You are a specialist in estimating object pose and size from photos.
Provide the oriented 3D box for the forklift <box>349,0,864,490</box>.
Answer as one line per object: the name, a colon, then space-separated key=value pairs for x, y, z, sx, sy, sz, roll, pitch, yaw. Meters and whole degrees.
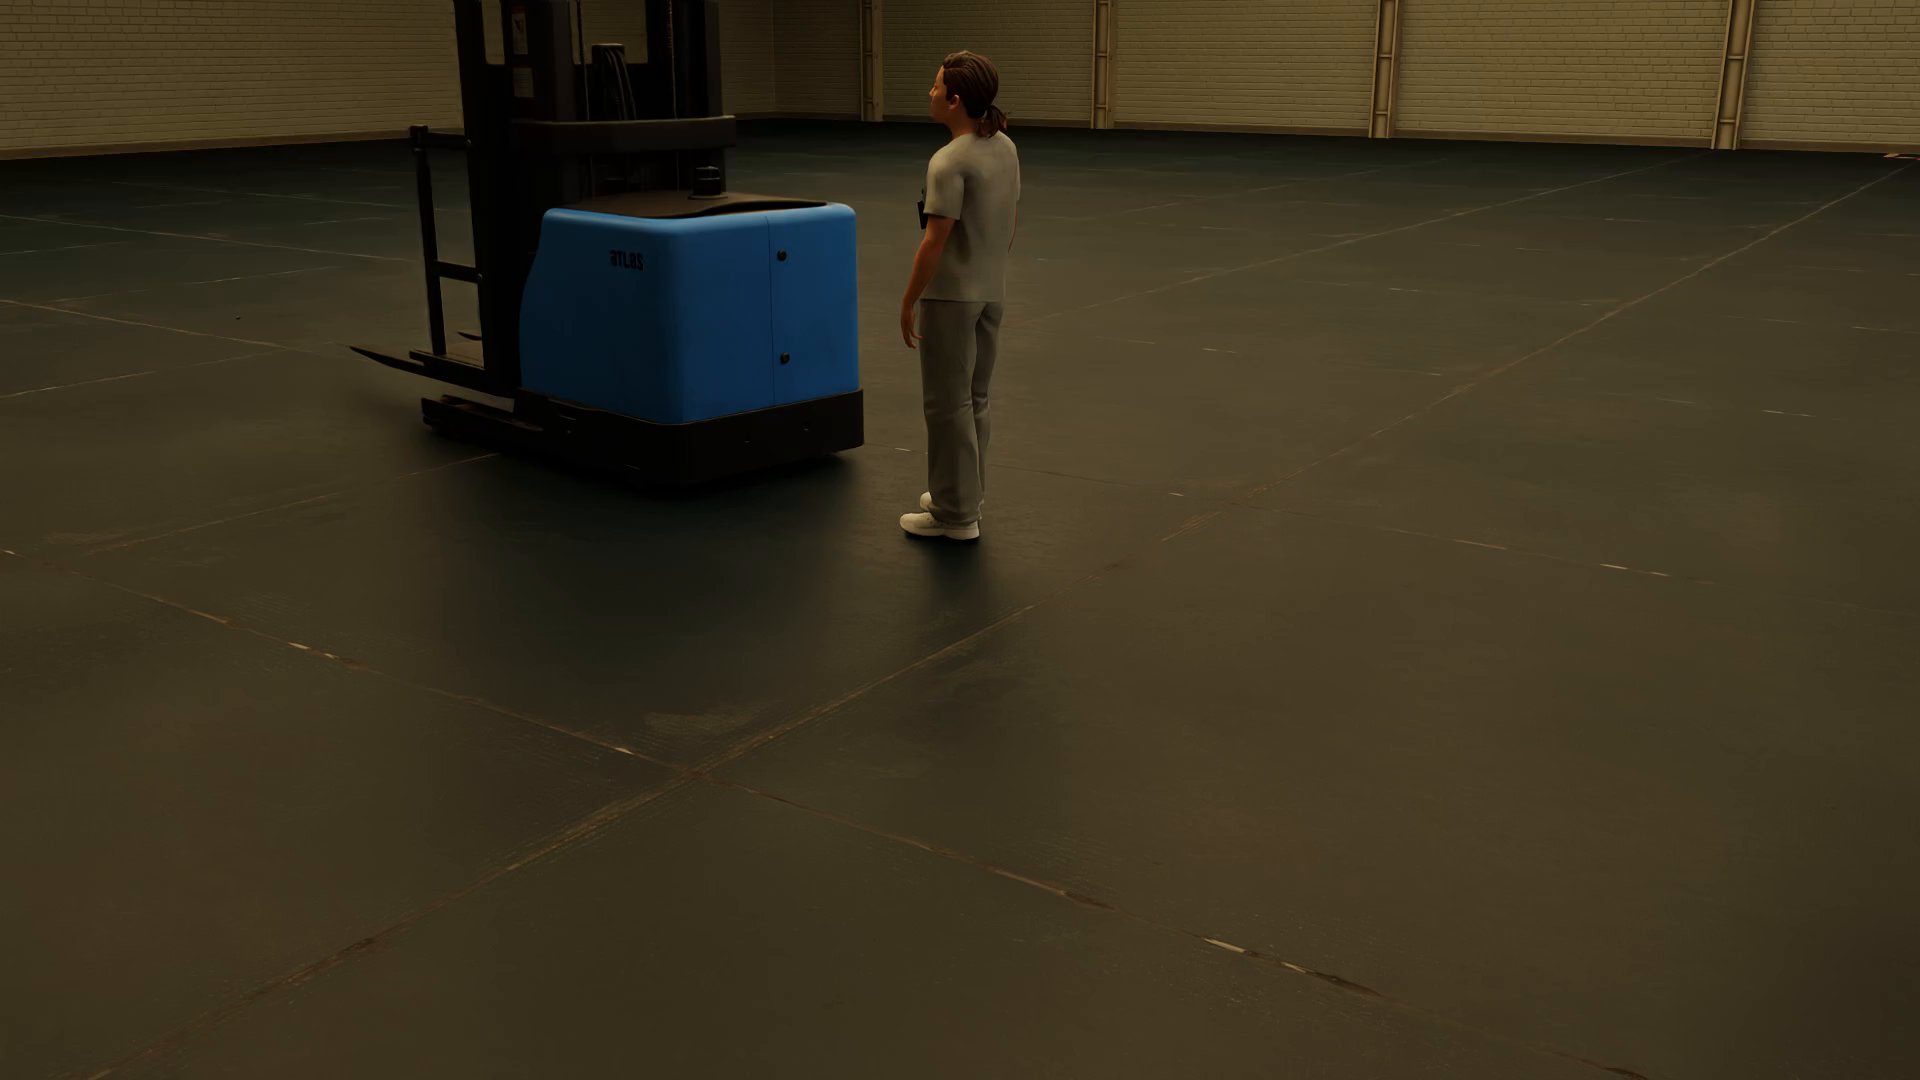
forklift: x=-1.808 y=-1.944 z=7.333 sx=3.031 sy=2.935 sz=1.130 roll=16 pitch=23 yaw=42

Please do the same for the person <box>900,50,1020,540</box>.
person: x=-0.054 y=-0.825 z=5.757 sx=0.548 sy=1.673 sz=0.550 roll=11 pitch=20 yaw=33
